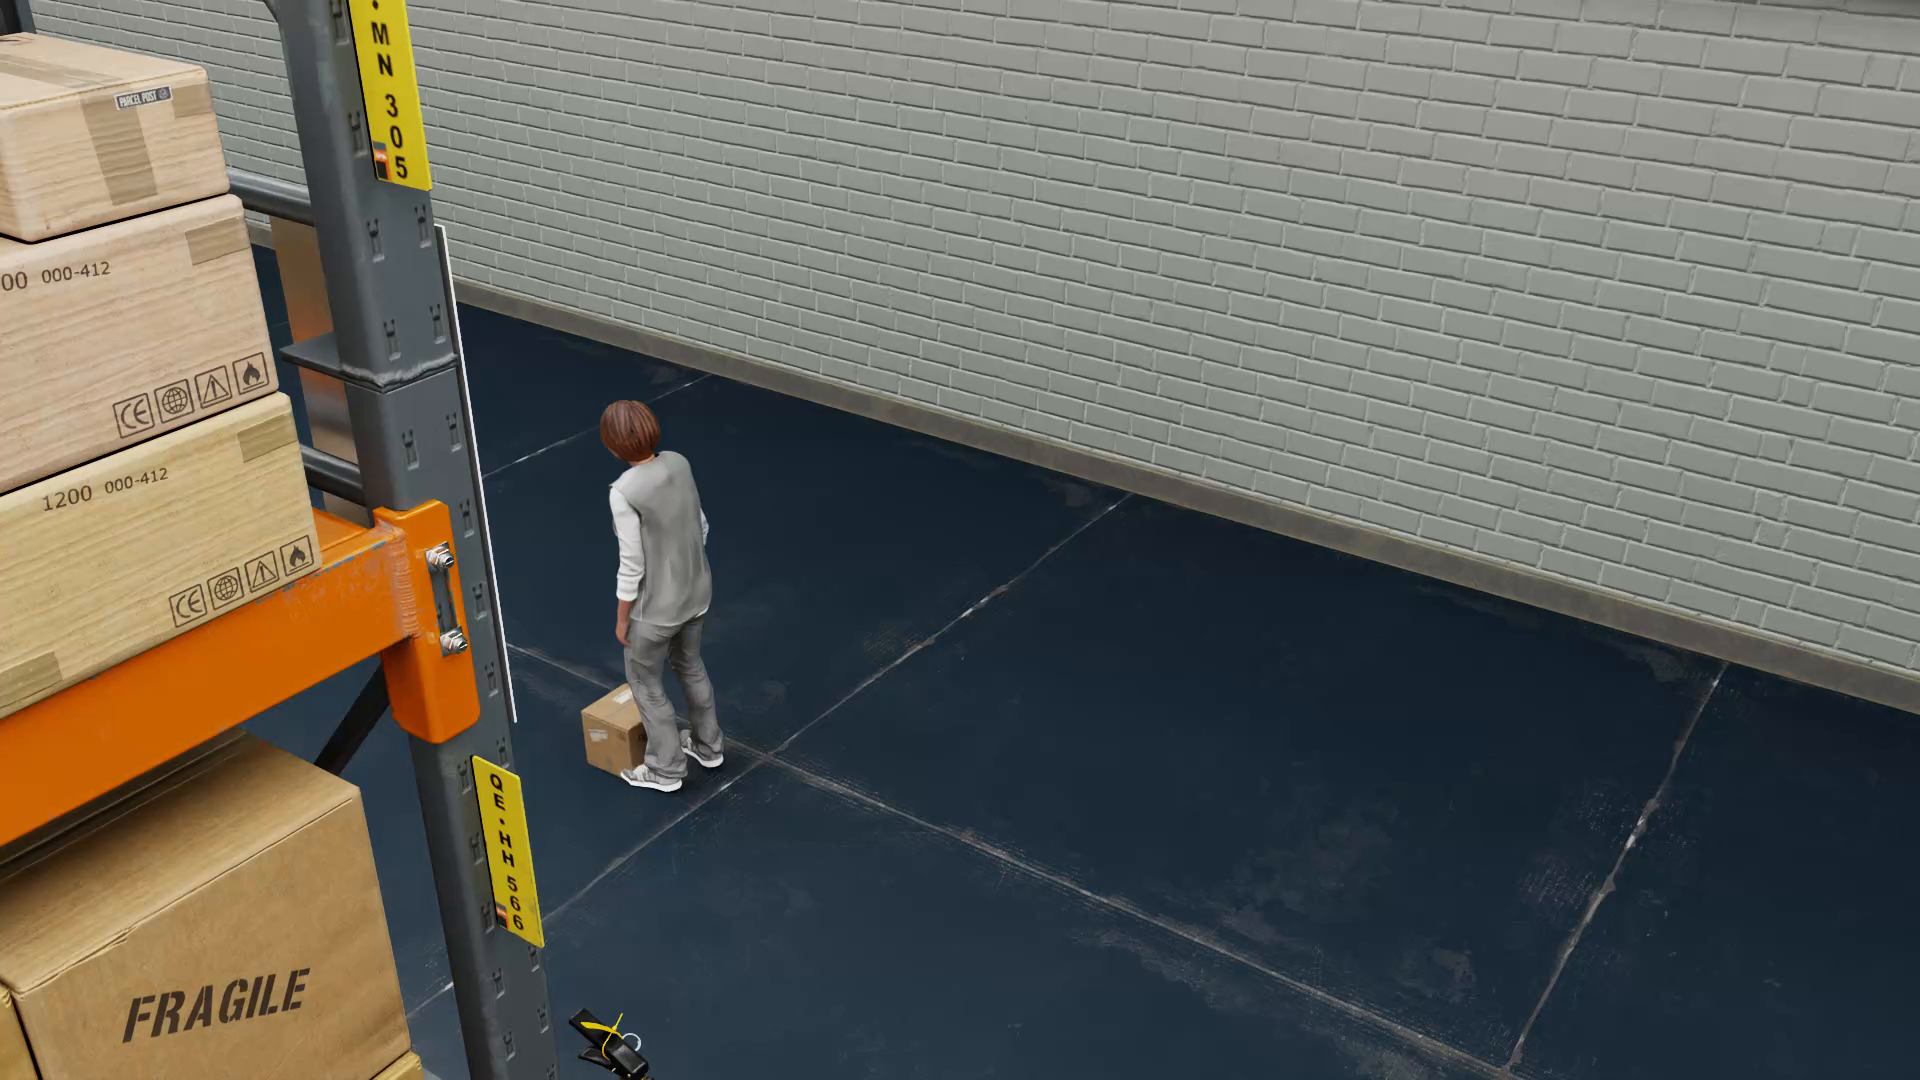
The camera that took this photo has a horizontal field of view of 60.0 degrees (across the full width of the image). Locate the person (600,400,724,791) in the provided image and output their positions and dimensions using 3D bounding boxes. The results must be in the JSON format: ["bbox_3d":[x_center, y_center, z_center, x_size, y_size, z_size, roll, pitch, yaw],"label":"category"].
[{"bbox_3d":[-1.119,0.225,6.197,0.376,1.590,0.467,16,31,28],"label":"person"}]
